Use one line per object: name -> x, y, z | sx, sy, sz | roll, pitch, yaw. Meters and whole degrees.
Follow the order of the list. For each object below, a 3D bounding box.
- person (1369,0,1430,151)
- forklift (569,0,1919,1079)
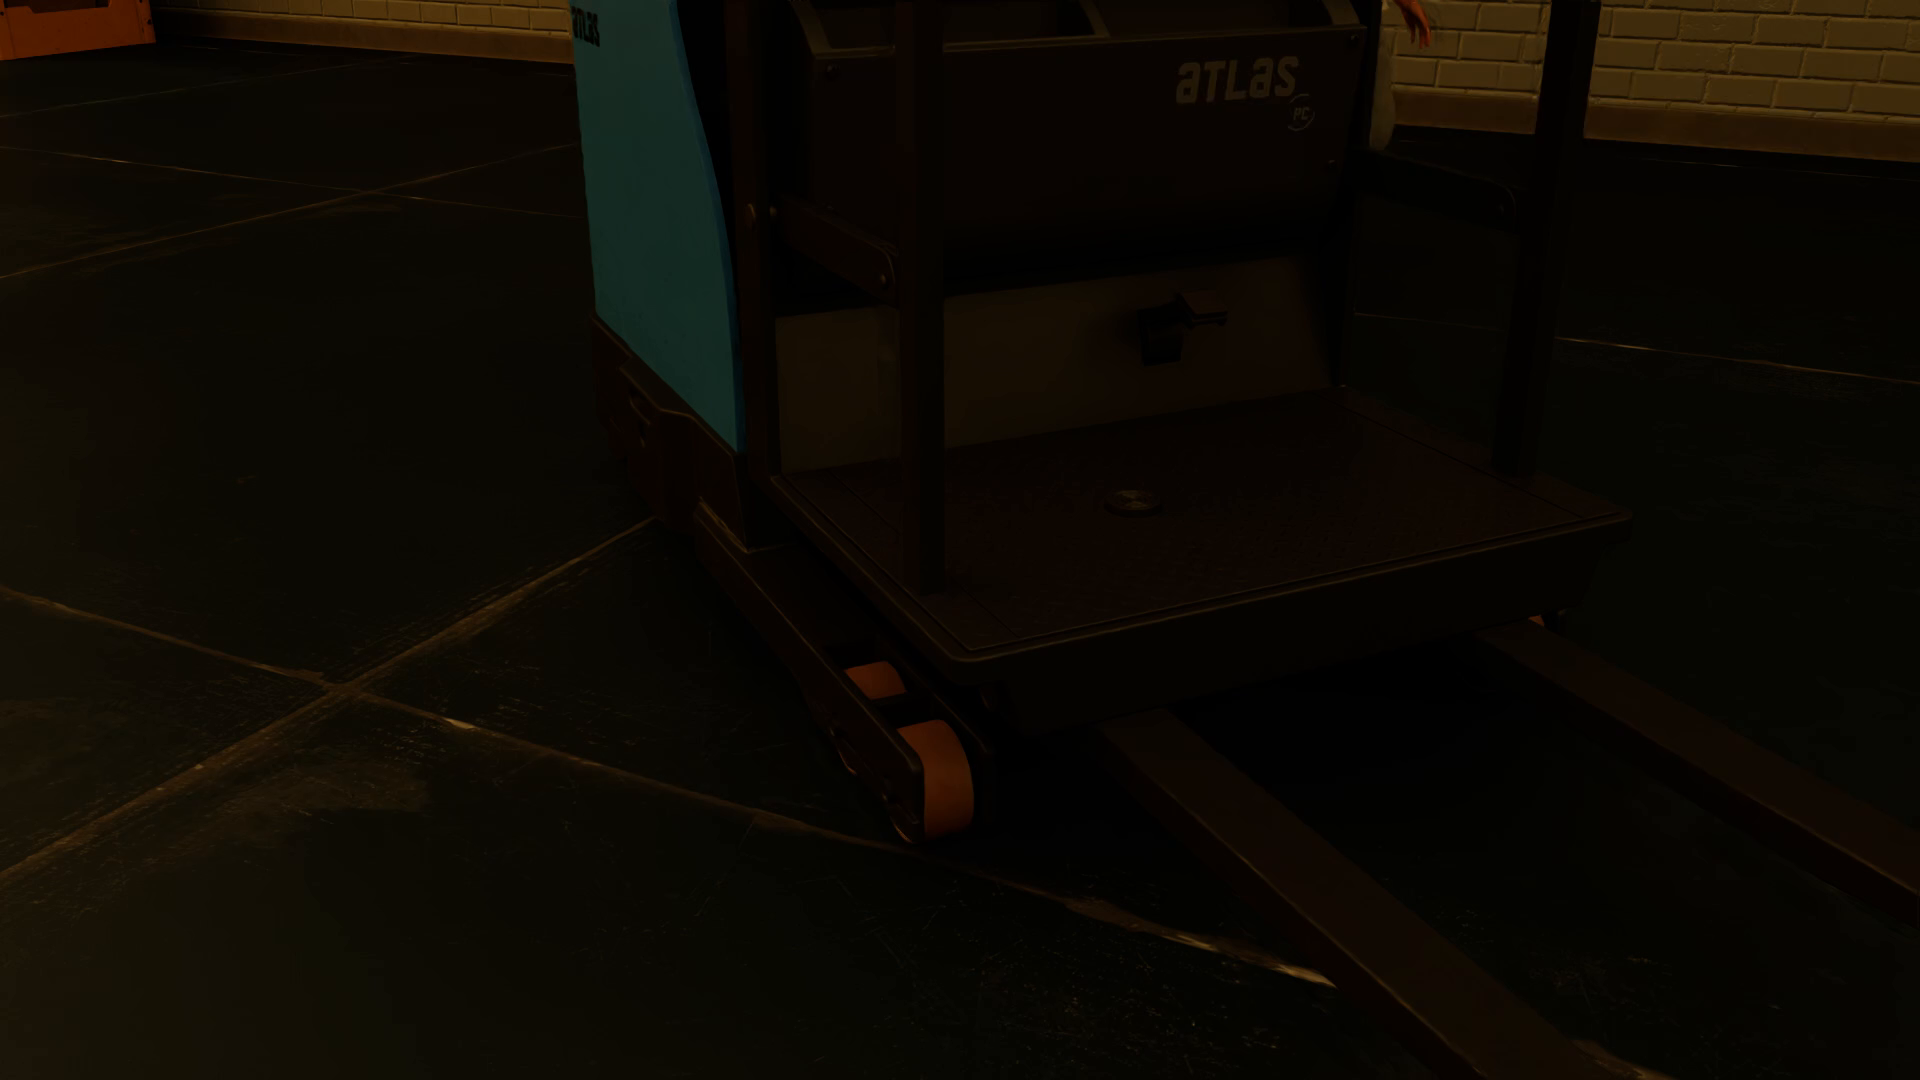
person -> 1.087, -1.551, 4.925 | 0.587, 1.564, 0.864 | 18, 29, 36
forklift -> 0.285, -1.133, 2.144 | 1.130, 2.935, 3.031 | -10, 25, -23
